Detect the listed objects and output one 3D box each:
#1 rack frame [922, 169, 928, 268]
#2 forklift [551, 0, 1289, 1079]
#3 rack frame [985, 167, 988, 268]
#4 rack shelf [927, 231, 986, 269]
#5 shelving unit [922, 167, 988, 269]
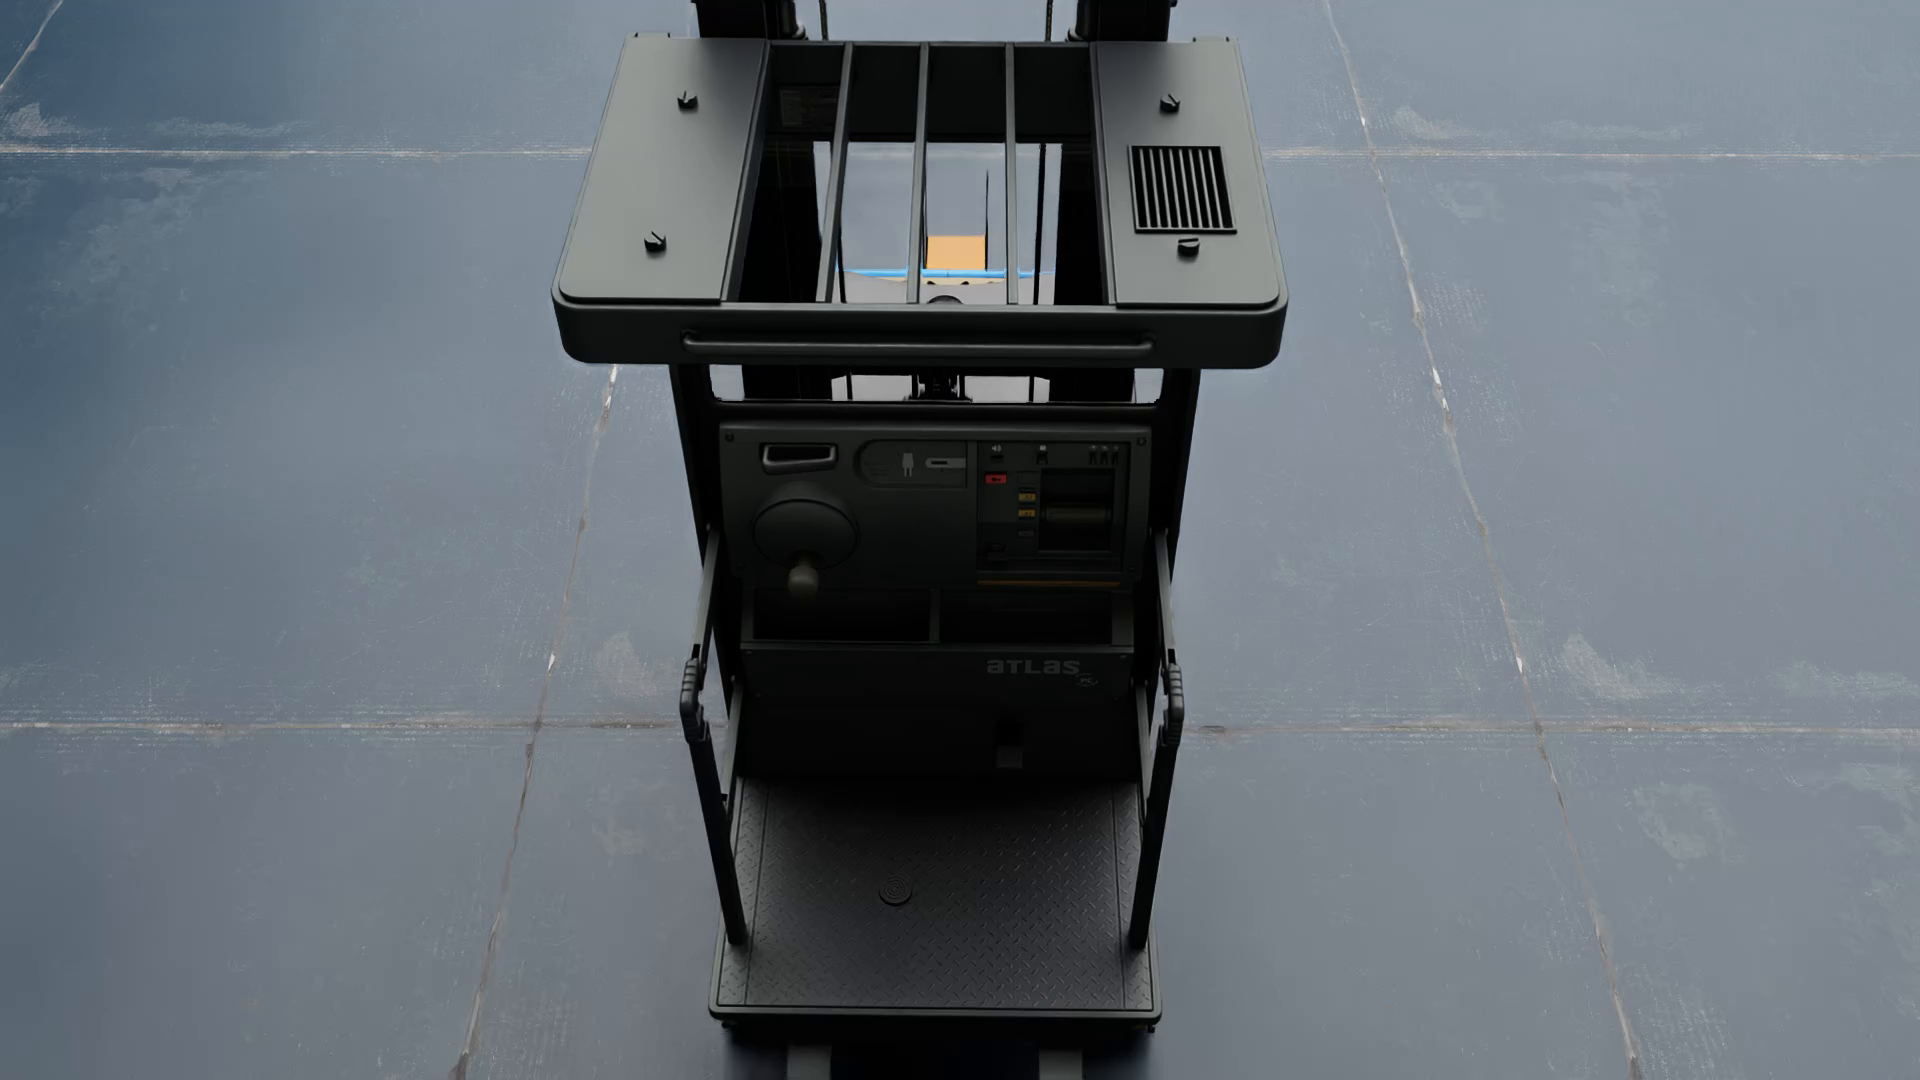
[{"bbox_3d":[-0.104,-0.600,5.244,0.006,1.200,0.240,1,47,1],"label":"rack frame"},{"bbox_3d":[-0.054,0.030,3.476,1.130,2.935,3.031,1,47,1],"label":"forklift"},{"bbox_3d":[0.079,-0.598,5.243,0.006,1.200,0.240,1,47,1],"label":"rack frame"},{"bbox_3d":[-0.012,-0.816,5.014,0.180,0.103,0.258,1,47,1],"label":"rack shelf"},{"bbox_3d":[-0.012,-0.599,5.243,0.189,1.200,0.258,1,47,1],"label":"shelving unit"}]
